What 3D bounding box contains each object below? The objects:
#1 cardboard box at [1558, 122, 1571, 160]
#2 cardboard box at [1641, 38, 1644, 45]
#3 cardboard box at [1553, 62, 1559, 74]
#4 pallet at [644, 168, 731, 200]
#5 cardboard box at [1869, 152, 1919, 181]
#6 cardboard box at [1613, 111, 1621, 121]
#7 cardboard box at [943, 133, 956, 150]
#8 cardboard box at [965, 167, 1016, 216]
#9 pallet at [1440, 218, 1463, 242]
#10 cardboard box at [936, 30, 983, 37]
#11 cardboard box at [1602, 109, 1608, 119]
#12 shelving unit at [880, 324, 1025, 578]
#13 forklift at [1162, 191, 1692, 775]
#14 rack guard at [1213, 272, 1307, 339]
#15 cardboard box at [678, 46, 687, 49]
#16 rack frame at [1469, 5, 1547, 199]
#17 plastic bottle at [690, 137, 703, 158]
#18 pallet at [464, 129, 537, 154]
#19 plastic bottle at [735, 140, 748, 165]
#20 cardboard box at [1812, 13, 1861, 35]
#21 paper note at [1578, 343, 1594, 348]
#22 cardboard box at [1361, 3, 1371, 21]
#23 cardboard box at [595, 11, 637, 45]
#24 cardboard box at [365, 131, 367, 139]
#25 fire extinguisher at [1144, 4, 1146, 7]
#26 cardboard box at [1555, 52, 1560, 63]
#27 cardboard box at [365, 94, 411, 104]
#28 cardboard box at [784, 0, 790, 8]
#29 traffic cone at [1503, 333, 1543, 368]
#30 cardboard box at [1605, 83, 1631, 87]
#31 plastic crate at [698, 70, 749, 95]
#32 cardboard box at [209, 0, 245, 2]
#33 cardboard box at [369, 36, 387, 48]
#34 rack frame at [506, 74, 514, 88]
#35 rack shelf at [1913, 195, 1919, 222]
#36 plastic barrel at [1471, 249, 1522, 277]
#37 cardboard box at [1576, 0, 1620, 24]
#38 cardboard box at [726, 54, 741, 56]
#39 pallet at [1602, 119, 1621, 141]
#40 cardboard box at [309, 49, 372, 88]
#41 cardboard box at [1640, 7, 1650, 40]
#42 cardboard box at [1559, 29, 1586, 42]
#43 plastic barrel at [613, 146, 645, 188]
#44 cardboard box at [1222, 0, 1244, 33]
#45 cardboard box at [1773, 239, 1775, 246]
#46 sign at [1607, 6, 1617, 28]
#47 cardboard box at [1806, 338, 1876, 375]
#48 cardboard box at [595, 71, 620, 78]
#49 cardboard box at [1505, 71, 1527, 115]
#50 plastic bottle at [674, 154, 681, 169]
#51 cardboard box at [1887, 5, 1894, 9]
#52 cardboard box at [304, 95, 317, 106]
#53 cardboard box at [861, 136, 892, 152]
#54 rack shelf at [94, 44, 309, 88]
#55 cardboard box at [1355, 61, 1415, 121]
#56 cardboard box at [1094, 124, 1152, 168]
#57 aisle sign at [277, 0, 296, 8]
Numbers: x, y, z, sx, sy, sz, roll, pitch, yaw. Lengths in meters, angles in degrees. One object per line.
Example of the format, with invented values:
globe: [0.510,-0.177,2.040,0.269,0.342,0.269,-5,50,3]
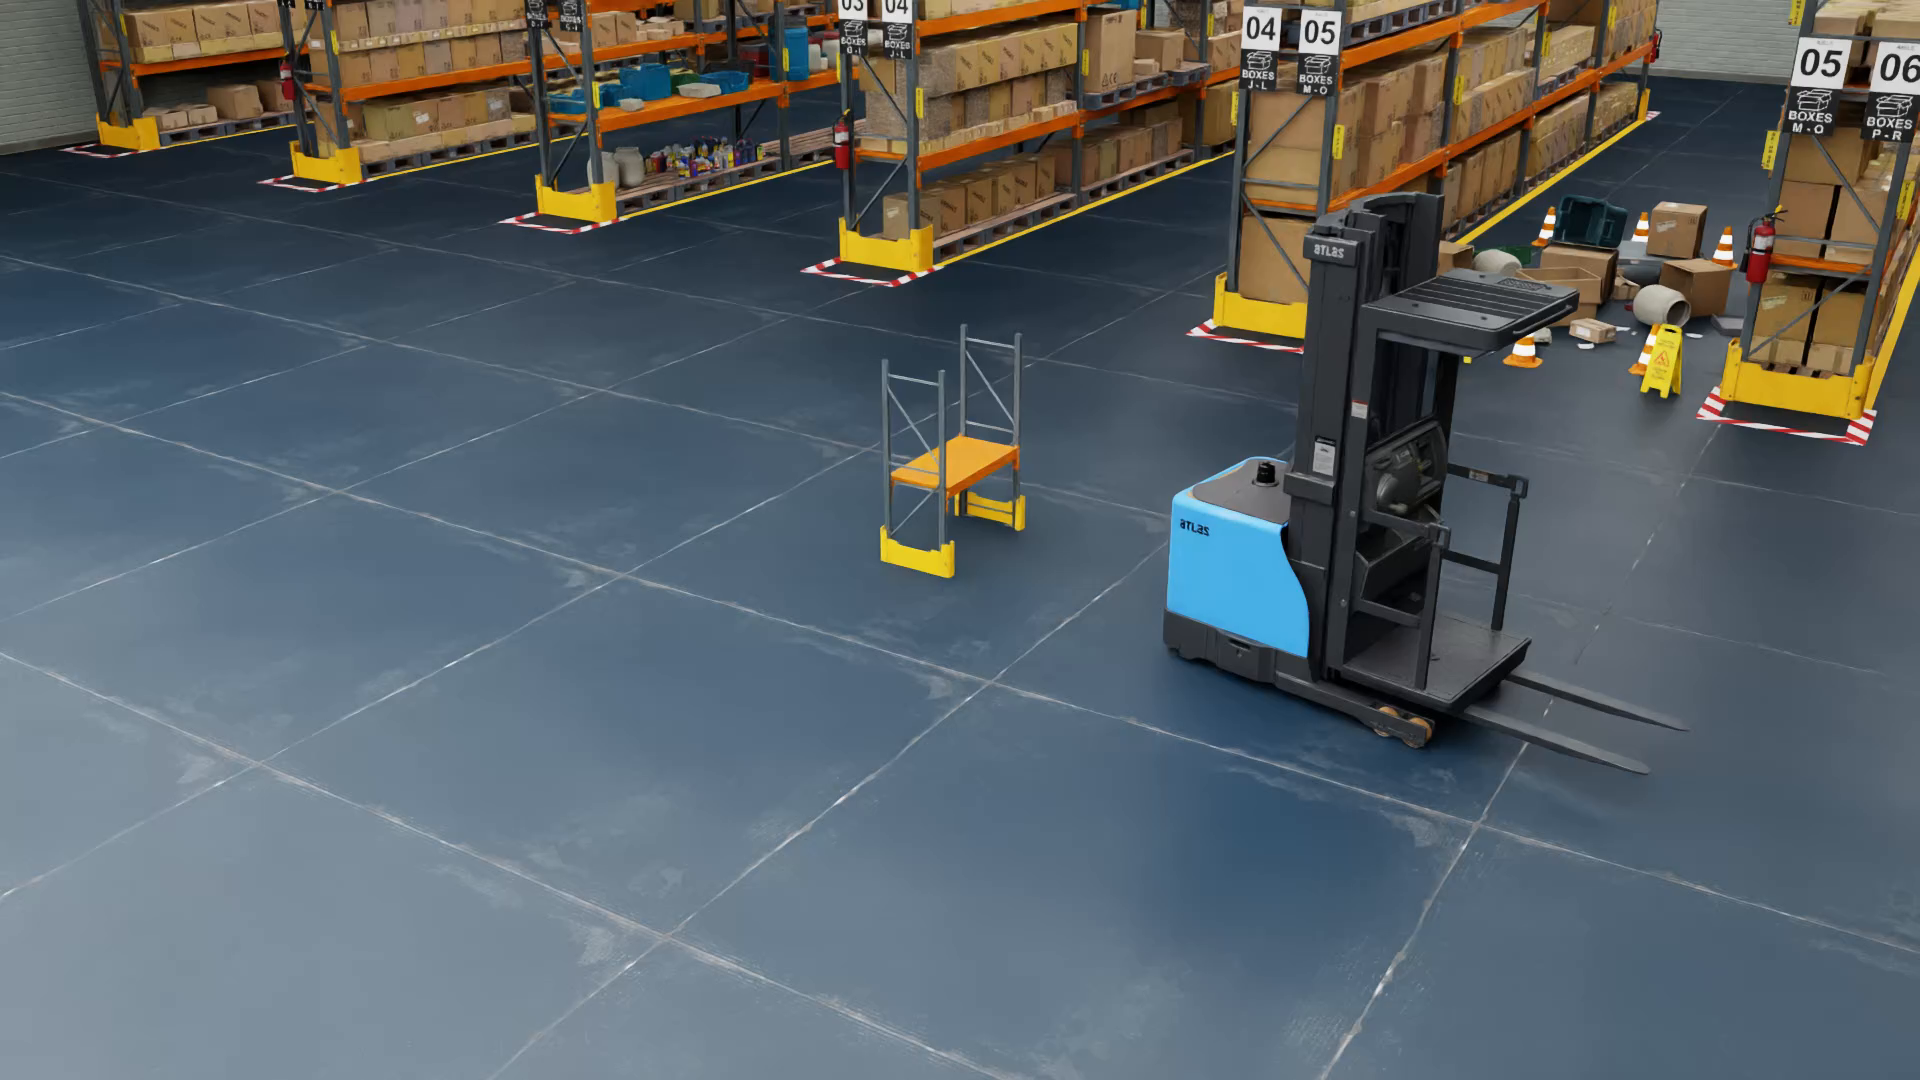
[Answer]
cardboard box: [8.846,-6.034,25.031,0.500,0.500,0.500,13,27,28]
cardboard box: [11.583,-8.626,28.716,0.380,0.149,0.250,14,27,29]
cardboard box: [8.428,-6.836,24.053,0.380,0.149,0.250,15,28,31]
pallet: [-4.053,-5.137,23.850,1.003,0.211,1.213,14,27,29]
cardboard box: [8.782,-3.388,15.801,0.500,0.500,0.500,13,27,28]
cardboard box: [10.954,-7.197,28.159,0.380,0.149,0.250,14,27,30]
cardboard box: [-0.277,-4.752,19.768,0.380,0.149,0.250,14,27,29]
cardboard box: [0.386,-4.508,21.505,0.500,0.500,0.500,11,26,24]
pallet: [5.691,-3.933,21.069,1.003,0.211,1.213,14,27,29]
cardboard box: [-0.047,-6.044,20.676,0.500,0.500,0.500,14,27,29]
cardboard box: [10.496,-7.085,27.526,0.380,0.149,0.250,15,28,31]
shelving unit: [-0.040,-0.663,11.893,0.587,1.500,1.083,14,27,29]
forklift: [2.729,-0.394,9.471,3.031,2.935,1.130,19,30,37]
rack guard: [3.225,-2.431,17.236,1.175,0.500,0.348,14,27,29]
cardboard box: [-6.468,-11.269,37.124,0.700,0.500,0.500,14,27,28]
rack frame: [7.458,-6.286,22.996,1.000,3.000,0.127,14,27,29]
plastic bottle: [-3.898,-5.785,24.618,0.144,0.351,0.185,13,26,27]
pallet: [-7.682,-6.548,27.109,1.003,0.211,1.213,14,27,29]
plastic bottle: [-3.216,-5.692,24.402,0.144,0.351,0.185,12,26,26]
cardboard box: [7.424,-4.386,14.143,0.380,0.149,0.250,14,27,29]
paper note: [6.304,-1.957,16.731,0.148,0.019,0.142,5,24,11]
cardboard box: [3.825,-5.221,16.420,0.380,0.149,0.250,14,27,29]
cardboard box: [-5.988,-8.913,28.938,0.500,0.500,0.500,12,26,26]
cardboard box: [-9.051,-6.082,25.456,0.500,0.250,0.500,14,27,29]
fire extinguisher: [3.775,-10.847,34.097,0.296,0.674,0.183,14,27,29]
cardboard box: [8.428,-6.973,23.995,0.380,0.149,0.250,14,27,29]
cardboard box: [-8.791,-6.596,25.699,0.500,0.500,0.500,14,27,29]
cardboard box: [-3.755,-10.667,32.461,0.700,0.500,0.500,19,30,37]
traffic cone: [5.505,-1.952,16.177,0.336,0.463,0.334,14,27,29]
cardboard box: [11.433,-7.839,28.894,0.380,0.149,0.250,14,27,30]
plastic crate: [-3.373,-6.549,23.790,0.499,0.251,0.616,14,27,29]
cardboard box: [-12.406,-8.953,28.374,0.500,0.500,0.500,15,27,30]
cardboard box: [-8.677,-7.341,24.491,0.380,0.149,0.250,14,27,29]
rack frame: [-9.327,-10.474,32.669,1.000,3.000,0.127,14,27,29]
rack shelf: [10.662,-4.278,19.262,1.077,0.370,4.000,14,27,29]
plastic barrel: [6.053,-3.050,18.762,0.421,0.421,0.512,-7,24,-17]
cardboard box: [10.013,-8.379,26.070,0.500,0.500,0.500,15,27,30]
cardboard box: [-4.278,-9.210,32.341,0.500,0.500,0.500,13,26,27]
pallet: [10.535,-7.004,28.164,1.003,0.211,1.213,14,27,29]
cardboard box: [-9.079,-6.938,24.375,0.700,0.500,0.500,14,27,29]
cardboard box: [11.383,-8.791,28.280,0.500,0.500,0.500,13,27,28]
cardboard box: [9.243,-7.633,25.145,0.380,0.149,0.250,13,27,27]
plastic barrel: [-4.584,-5.156,22.988,0.421,0.512,0.421,0,23,0]
cardboard box: [4.043,-8.329,26.325,0.797,0.503,0.637,15,27,30]
cardboard box: [7.552,-2.748,15.137,0.380,0.149,0.250,14,27,28]
sign: [10.041,-8.053,25.618,0.100,0.325,0.005,14,27,29]
cardboard box: [8.157,-1.728,15.399,0.500,0.250,0.500,14,27,29]
cardboard box: [-6.183,-8.159,29.549,0.500,0.311,0.500,13,27,28]
cardboard box: [7.184,-5.956,22.106,0.500,0.500,0.500,14,27,29]
plastic bottle: [-4.095,-5.500,24.147,0.097,0.201,0.097,0,23,0]
cardboard box: [8.878,-5.110,16.317,0.500,0.250,0.500,14,27,29]
cardboard box: [-11.694,-7.839,29.594,0.380,0.166,0.250,10,25,22]
cardboard box: [-0.947,-4.684,19.610,0.380,0.149,0.250,14,27,29]
rack shelf: [-12.492,-8.119,28.134,1.077,0.370,4.000,14,27,29]
cardboard box: [4.531,-5.020,18.522,0.875,0.550,0.550,14,27,29]
cardboard box: [2.386,-5.802,24.469,0.700,0.500,0.500,16,28,33]
aisle sign: [-9.621,-7.969,23.611,0.394,0.787,0.004,14,27,29]
